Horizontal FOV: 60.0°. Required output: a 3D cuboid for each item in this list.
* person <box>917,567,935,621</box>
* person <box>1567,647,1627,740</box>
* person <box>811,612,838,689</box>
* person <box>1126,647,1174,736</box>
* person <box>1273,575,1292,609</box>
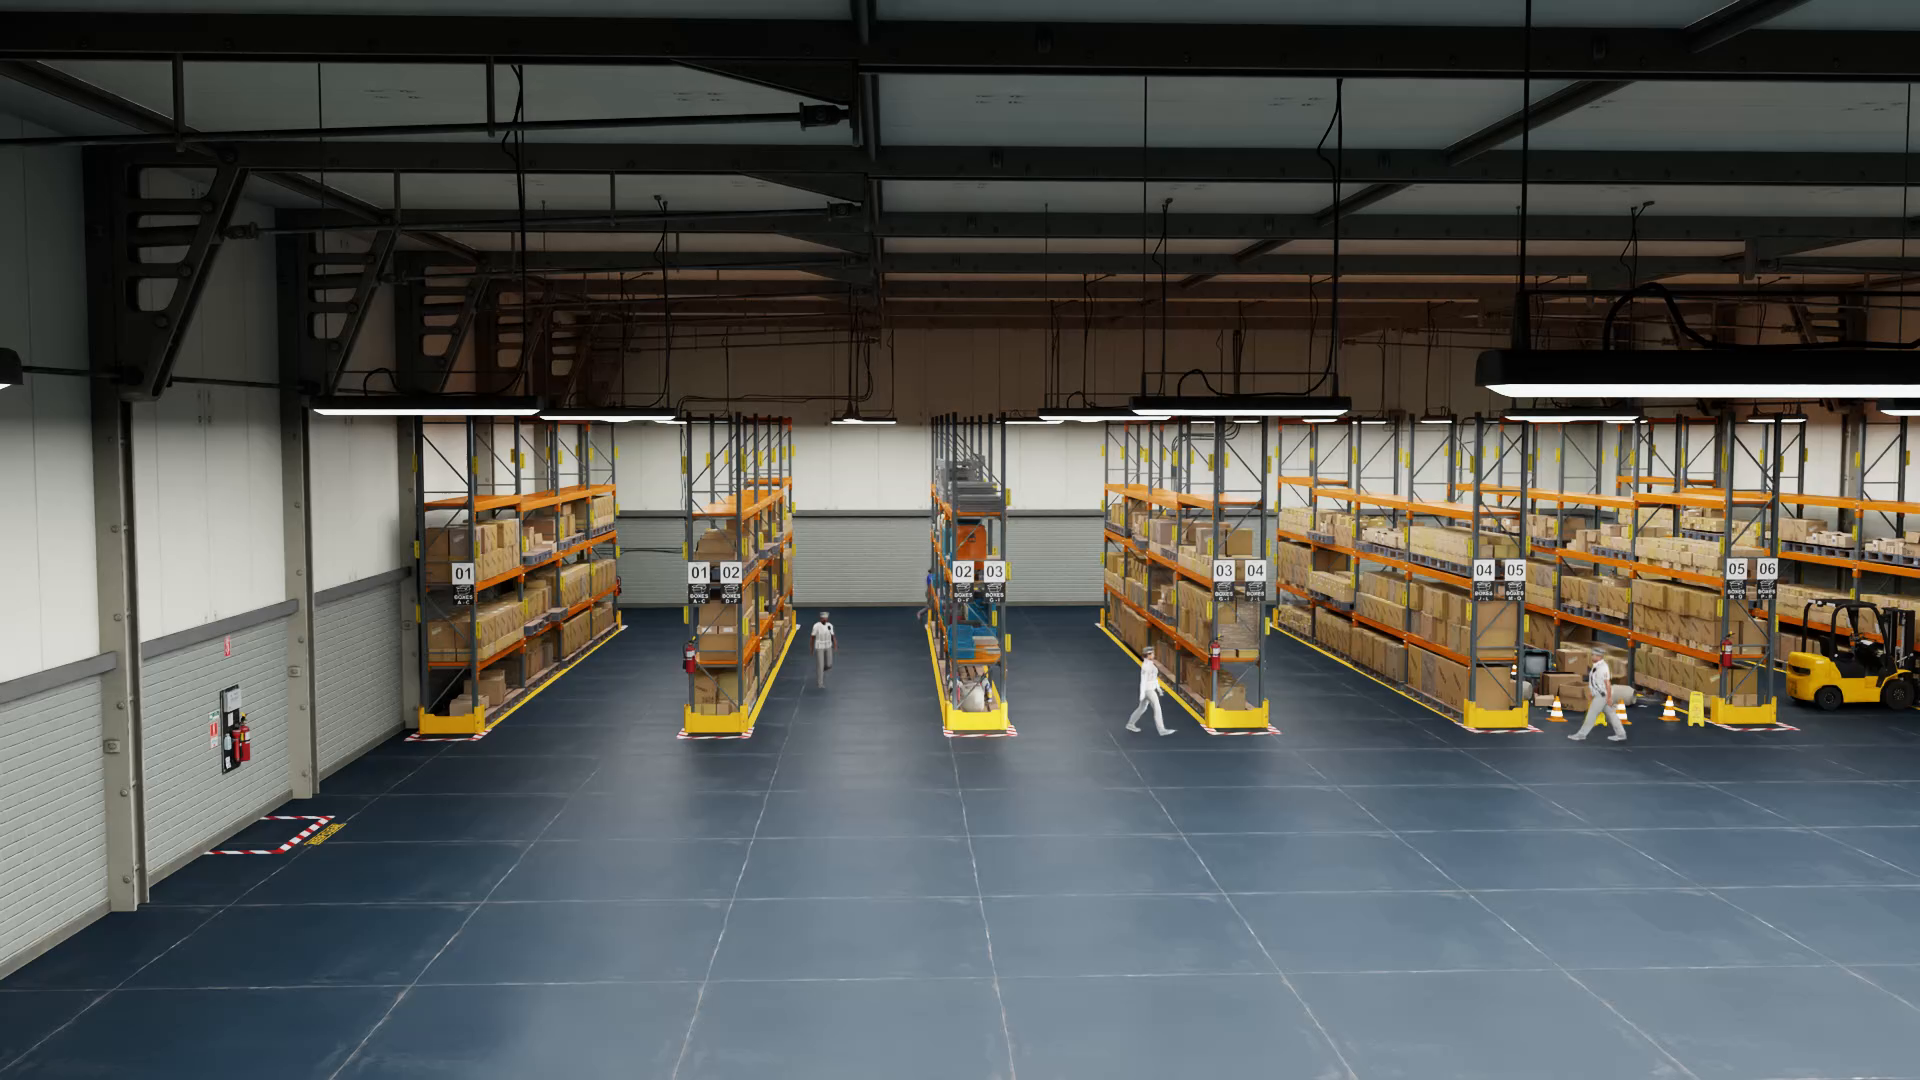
[{"bbox_3d":[-0.935,1.599,48.518,0.626,1.647,0.518,0,4,4],"label":"person"},{"bbox_3d":[11.602,2.787,30.245,1.038,1.692,0.570,1,4,15],"label":"person"},{"bbox_3d":[-3.002,2.402,36.613,0.511,1.653,0.720,-2,4,-30],"label":"person"},{"bbox_3d":[3.545,2.800,30.987,0.883,1.640,0.505,0,4,7],"label":"person"},{"bbox_3d":[10.065,1.327,51.797,0.942,1.737,0.561,-2,5,-32],"label":"person"}]
